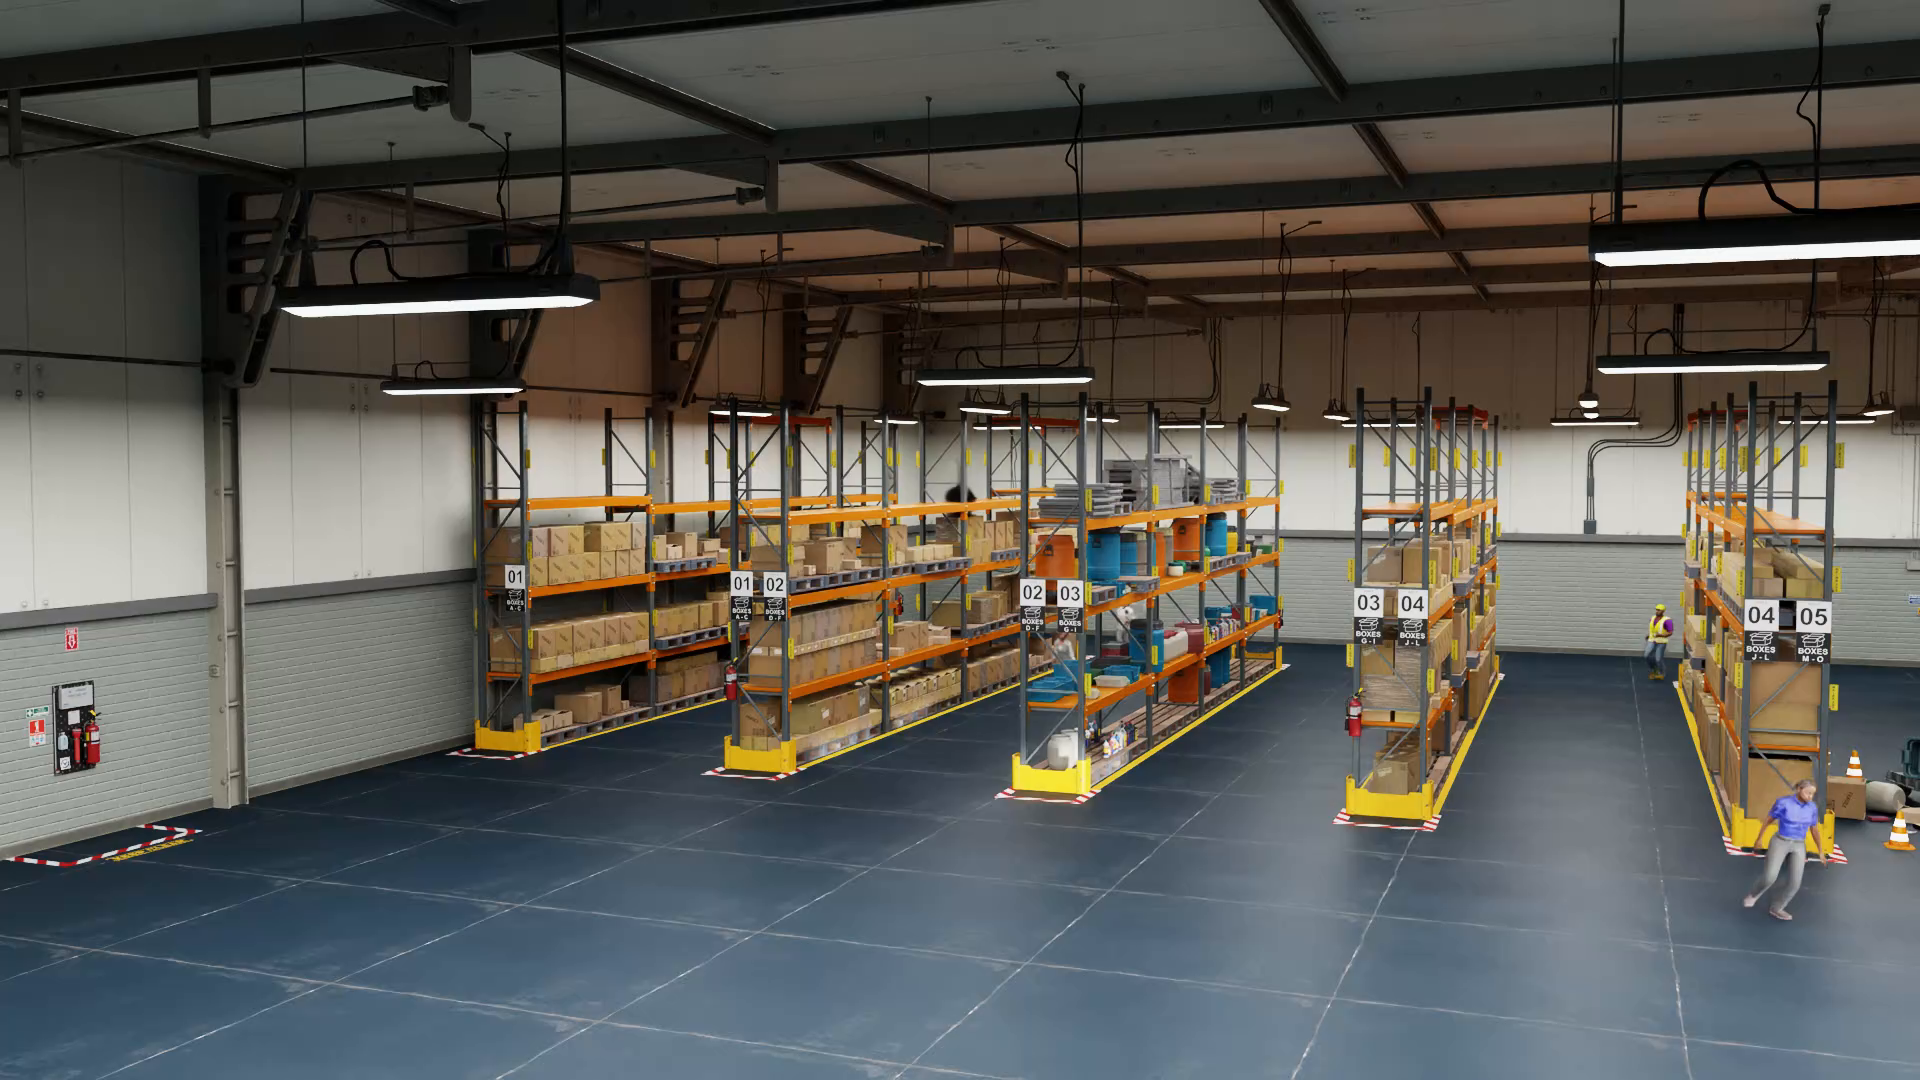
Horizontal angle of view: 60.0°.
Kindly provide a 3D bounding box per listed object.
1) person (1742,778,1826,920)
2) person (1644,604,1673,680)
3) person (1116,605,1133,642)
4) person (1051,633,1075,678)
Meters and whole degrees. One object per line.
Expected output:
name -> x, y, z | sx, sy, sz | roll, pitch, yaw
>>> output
person -> 8.953, 3.329, 18.063 | 0.730, 1.574, 0.616 | 0, 3, 1
person -> 15.748, 2.314, 37.507 | 0.634, 1.744, 0.679 | -2, 3, -35
person -> 4.007, 2.205, 40.633 | 0.476, 1.704, 0.803 | 1, 3, 13
person -> 2.142, 2.569, 34.296 | 0.664, 1.521, 0.564 | 2, 3, 29
